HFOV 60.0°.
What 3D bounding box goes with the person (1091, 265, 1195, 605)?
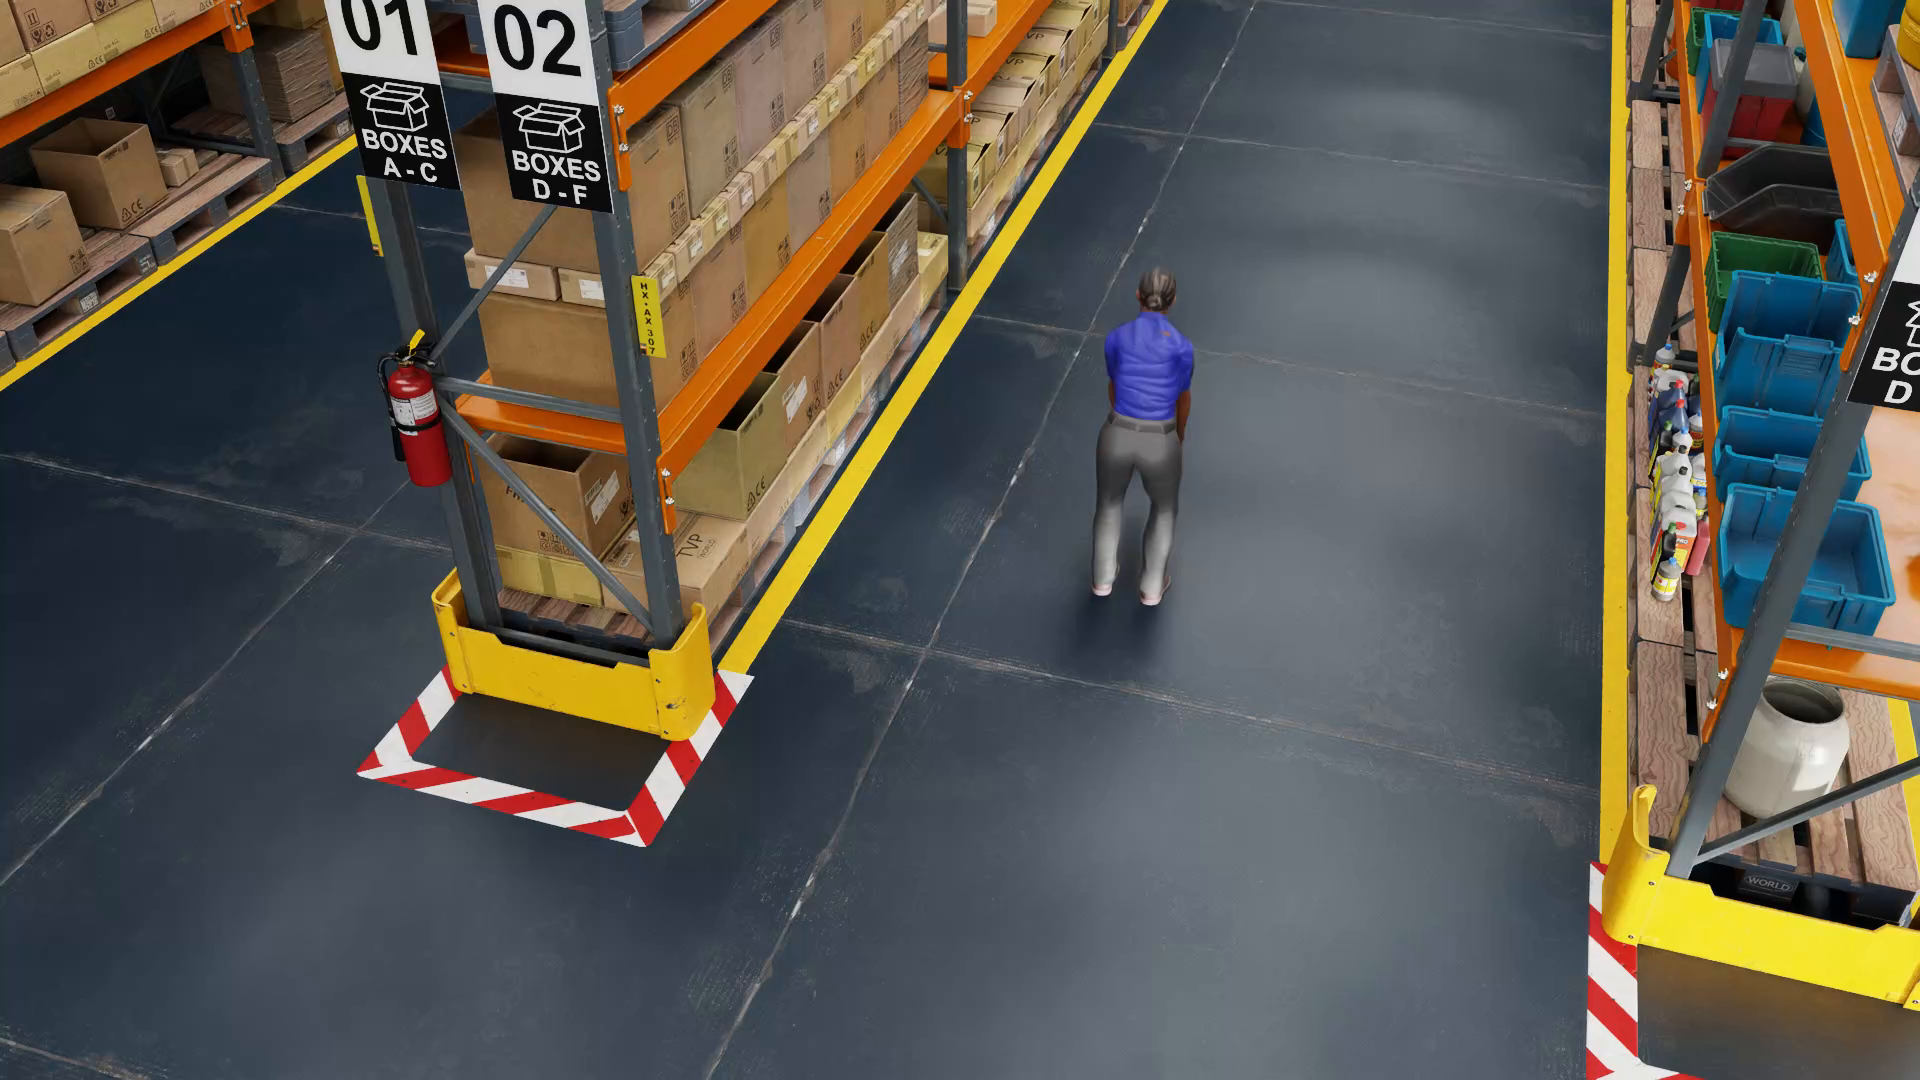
[{"bbox_3d":[0.828,-0.462,7.565,0.410,1.590,0.557,10,38,13],"label":"person"}]
